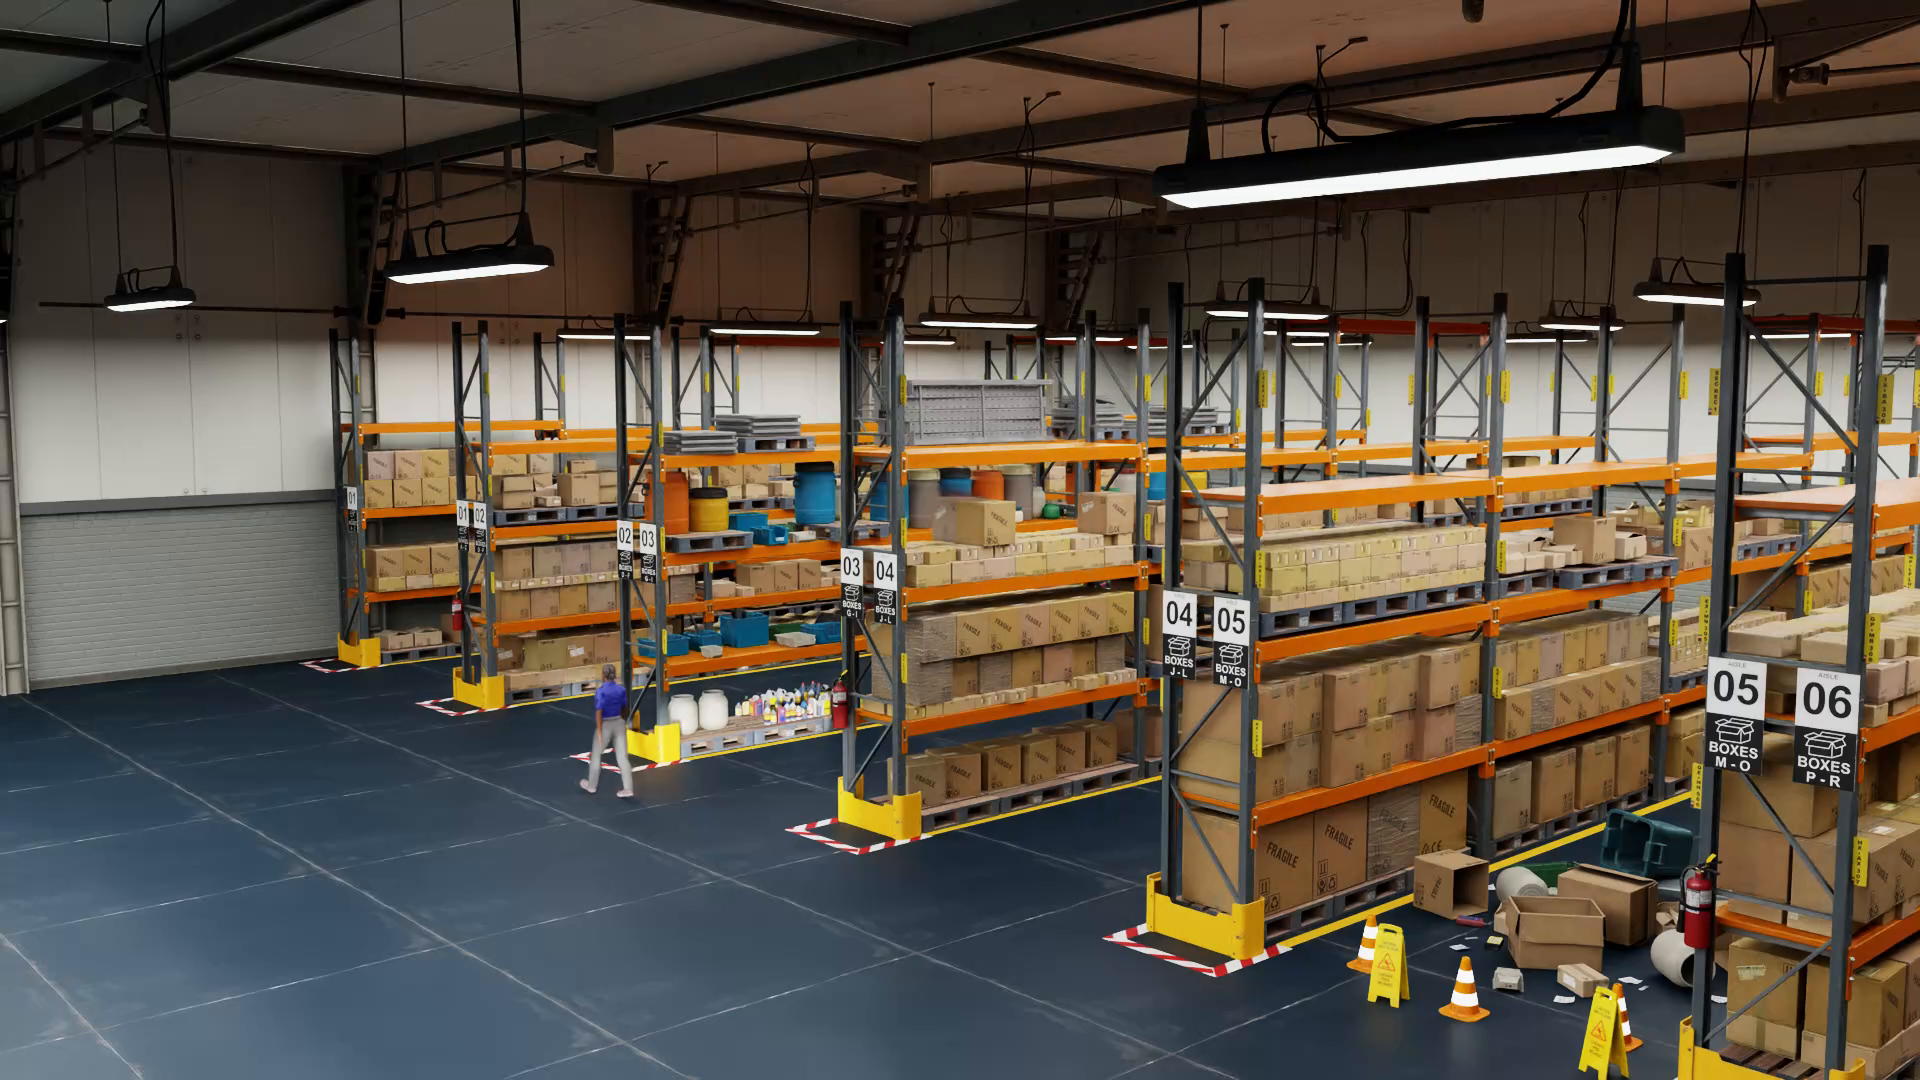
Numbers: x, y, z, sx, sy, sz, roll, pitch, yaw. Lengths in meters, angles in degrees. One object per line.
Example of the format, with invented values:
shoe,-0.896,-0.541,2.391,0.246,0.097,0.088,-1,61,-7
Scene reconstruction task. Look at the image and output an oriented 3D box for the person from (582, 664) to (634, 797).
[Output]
person,-4.328,2.332,20.480,0.484,1.629,0.831,-3,6,-29
